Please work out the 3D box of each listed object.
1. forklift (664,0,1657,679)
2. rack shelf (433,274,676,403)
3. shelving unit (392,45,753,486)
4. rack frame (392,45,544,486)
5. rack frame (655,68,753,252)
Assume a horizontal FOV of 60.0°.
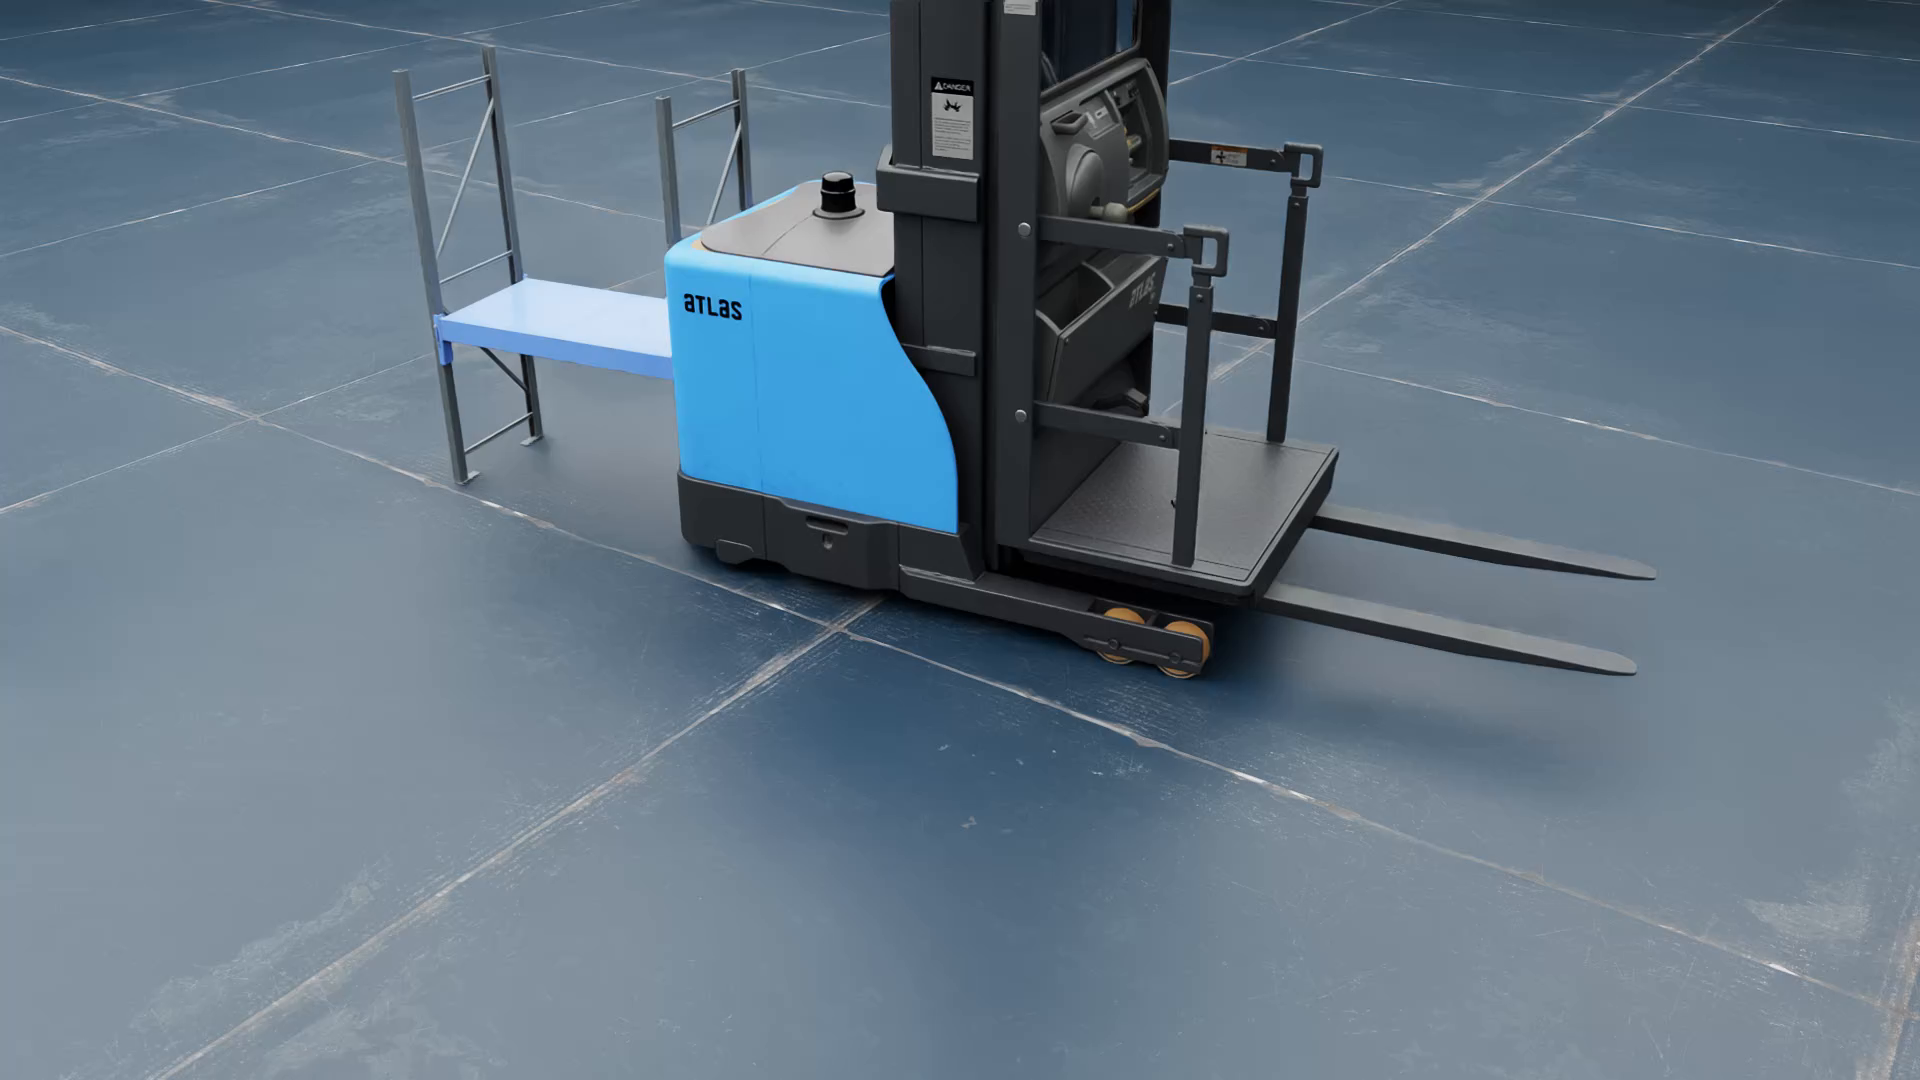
[{"bbox_3d":[0.616,-1.170,4.817,3.031,2.935,1.130,12,29,22],"label":"forklift"},{"bbox_3d":[-1.291,-0.723,5.914,1.000,0.185,0.538,11,29,21],"label":"rack shelf"},{"bbox_3d":[-1.291,-0.883,5.832,1.048,1.500,0.538,11,29,21],"label":"shelving unit"},{"bbox_3d":[-1.756,-0.976,6.014,0.032,1.500,0.500,11,29,21],"label":"rack frame"},{"bbox_3d":[-0.825,-0.791,5.650,0.032,1.500,0.500,11,29,21],"label":"rack frame"}]
